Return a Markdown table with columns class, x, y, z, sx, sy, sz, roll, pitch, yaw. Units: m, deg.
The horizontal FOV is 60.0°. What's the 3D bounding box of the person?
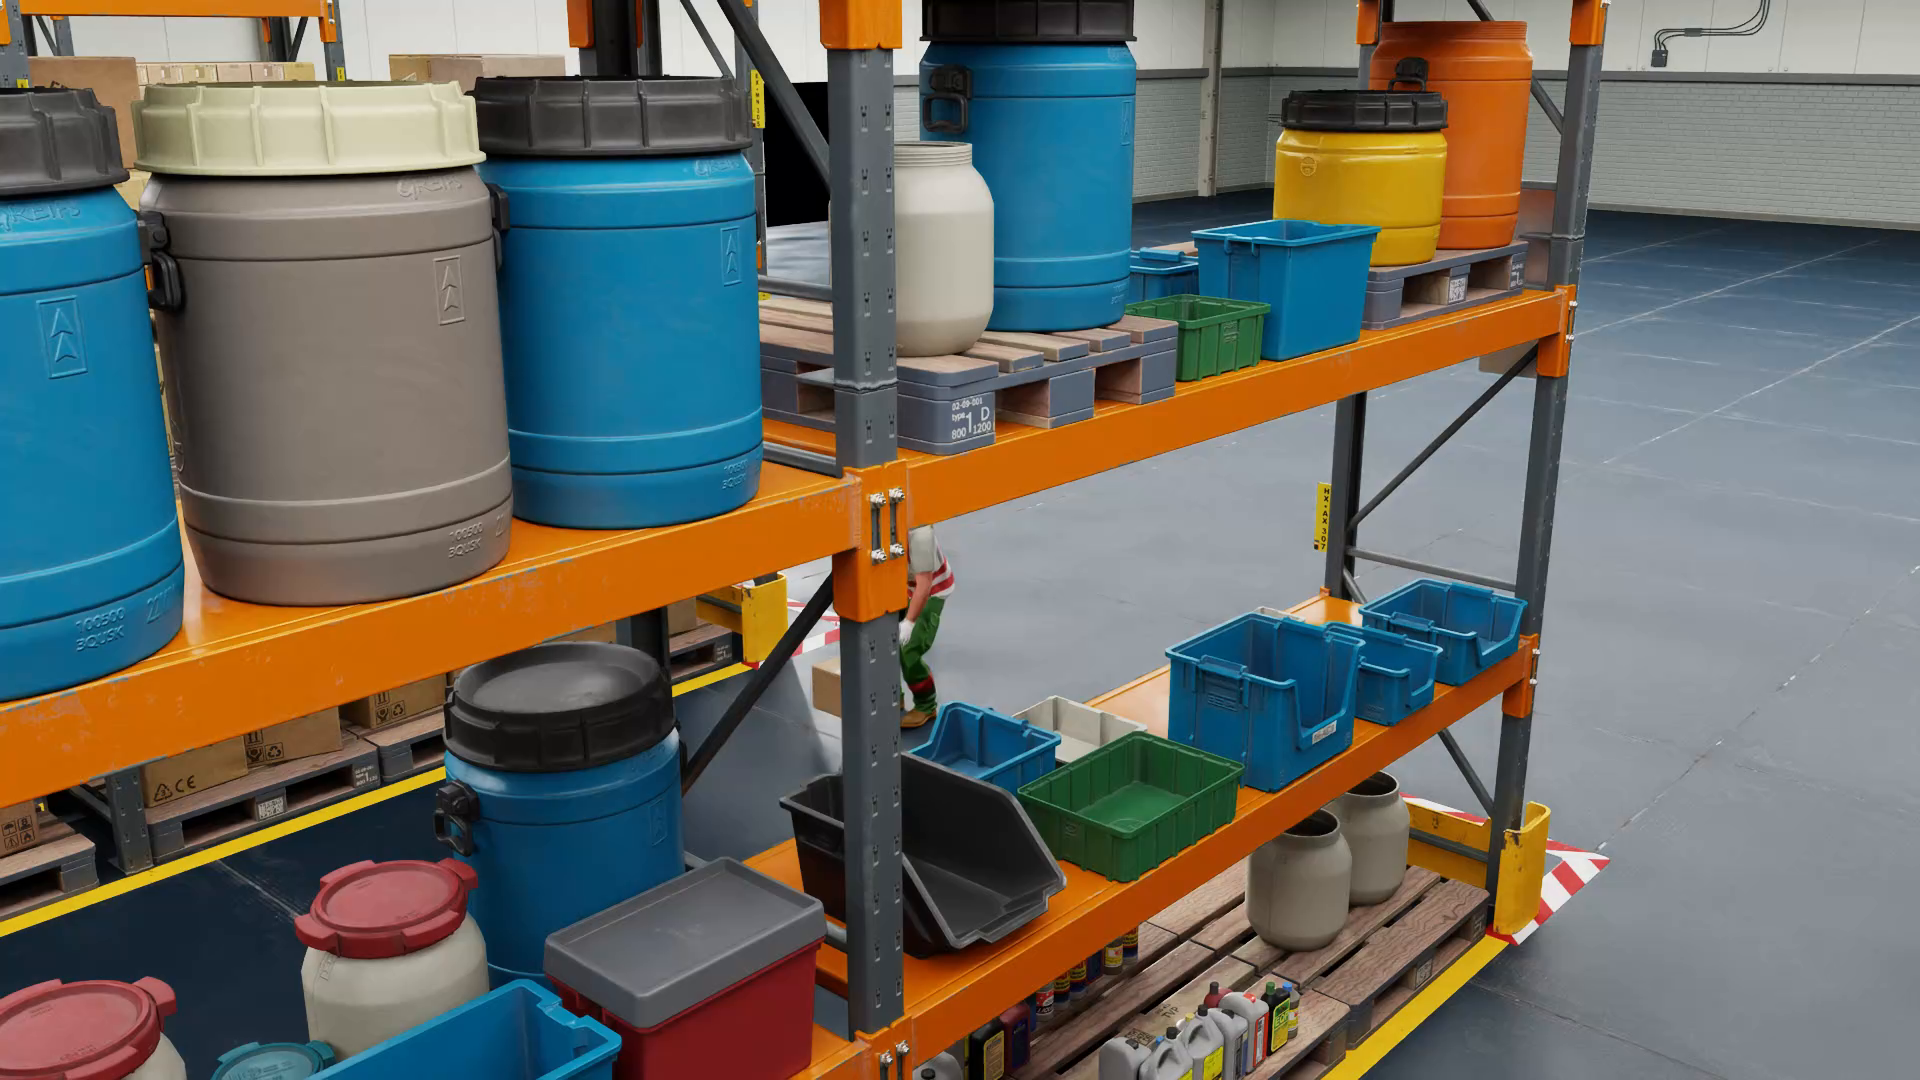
| class | x | y | z | sx | sy | sz | roll | pitch | yaw |
| --- | --- | --- | --- | --- | --- | --- | --- | --- | --- |
| person | -0.340 | 0.358 | 9.412 | 0.583 | 1.443 | 0.748 | 14 | 22 | 40 |
